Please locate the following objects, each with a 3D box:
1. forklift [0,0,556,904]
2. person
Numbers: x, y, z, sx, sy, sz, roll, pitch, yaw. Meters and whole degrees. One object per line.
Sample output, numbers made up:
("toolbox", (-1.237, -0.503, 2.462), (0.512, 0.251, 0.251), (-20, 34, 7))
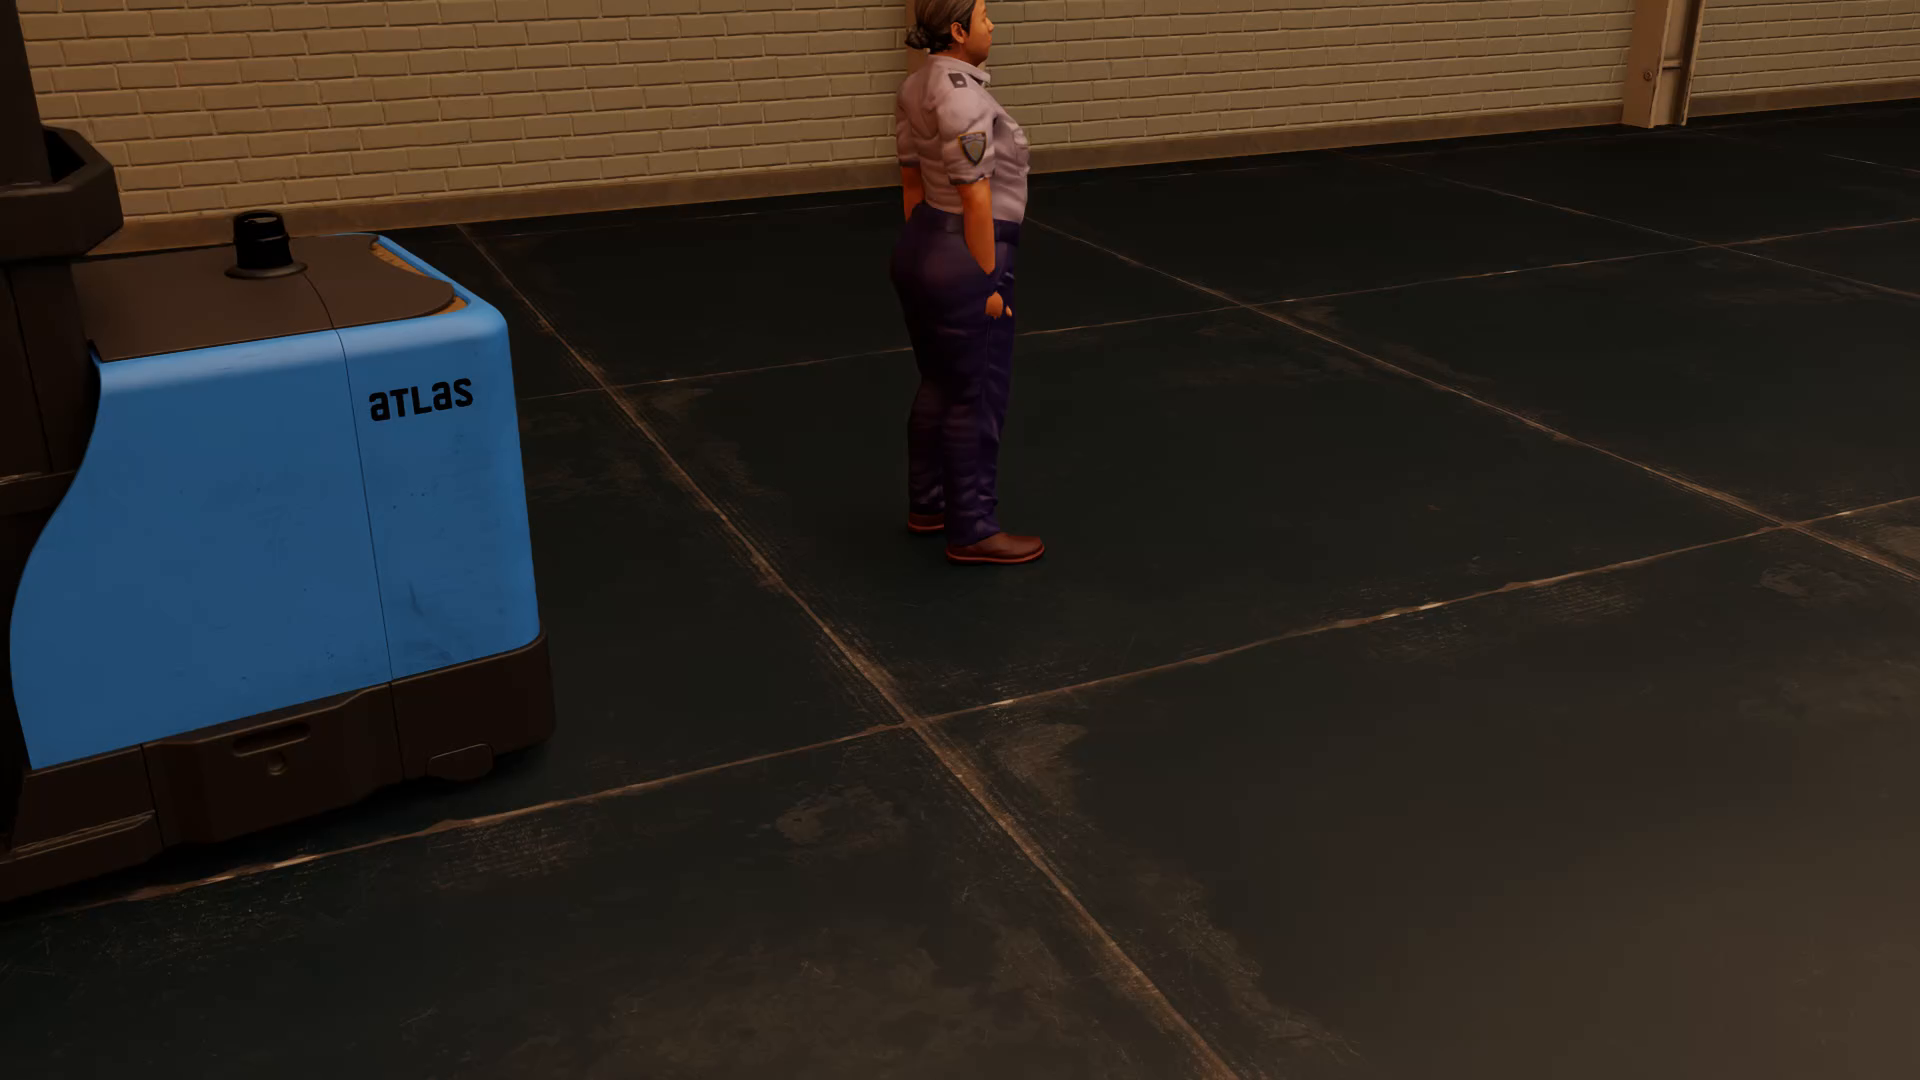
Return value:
("forklift", (-2.455, -0.688, 2.943), (3.031, 2.935, 1.130), (-14, 26, -30))
("person", (0.006, -0.756, 4.789), (0.365, 1.651, 0.483), (-10, 25, -23))
